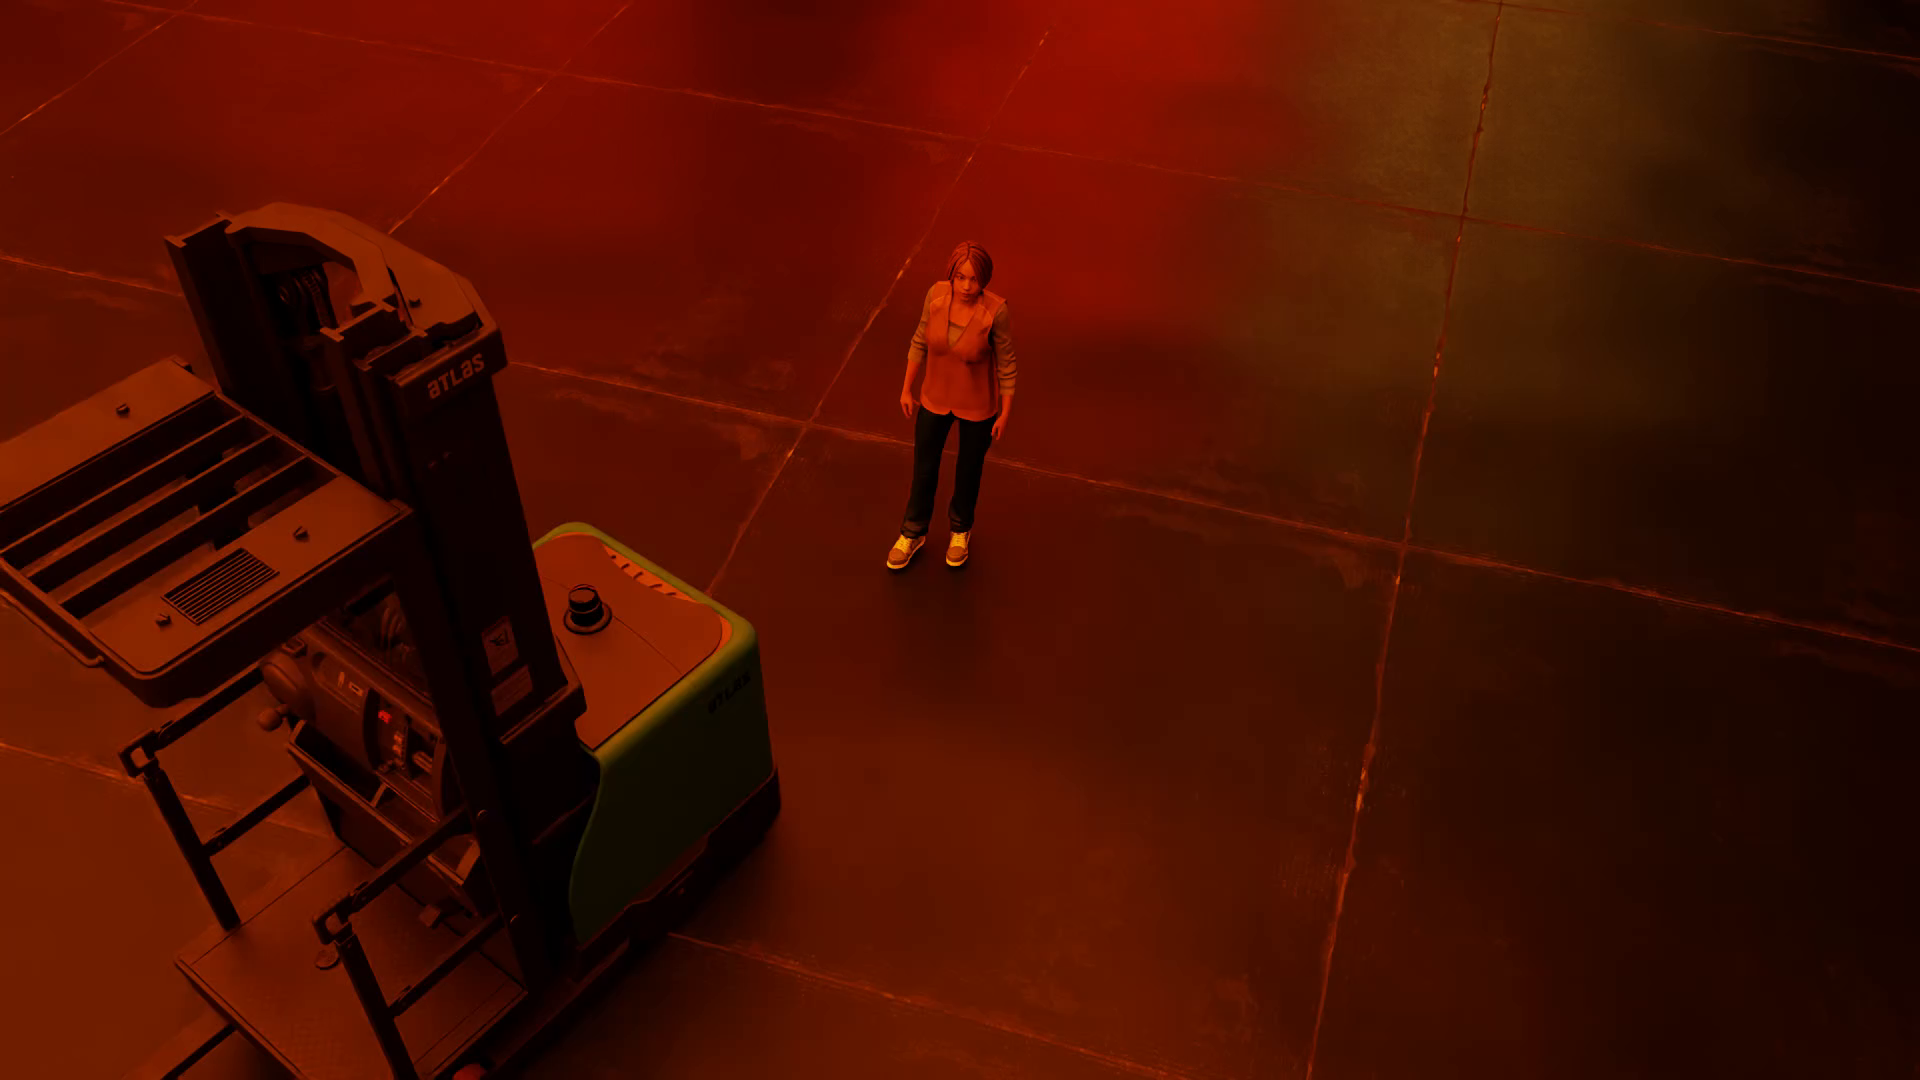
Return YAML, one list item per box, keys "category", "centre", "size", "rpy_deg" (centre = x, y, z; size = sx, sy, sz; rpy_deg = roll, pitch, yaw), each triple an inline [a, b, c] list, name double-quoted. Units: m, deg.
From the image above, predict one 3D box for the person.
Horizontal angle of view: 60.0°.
- category: "person"
  centre: [0.004, -0.857, 7.079]
  size: [0.502, 0.918, 0.258]
  rpy_deg: [12, 44, 13]

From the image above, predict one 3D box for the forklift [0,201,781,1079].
- category: "forklift"
  centre: [-2.016, 0.609, 5.034]
  size: [1.130, 2.935, 3.031]
  rpy_deg: [28, 50, 27]
